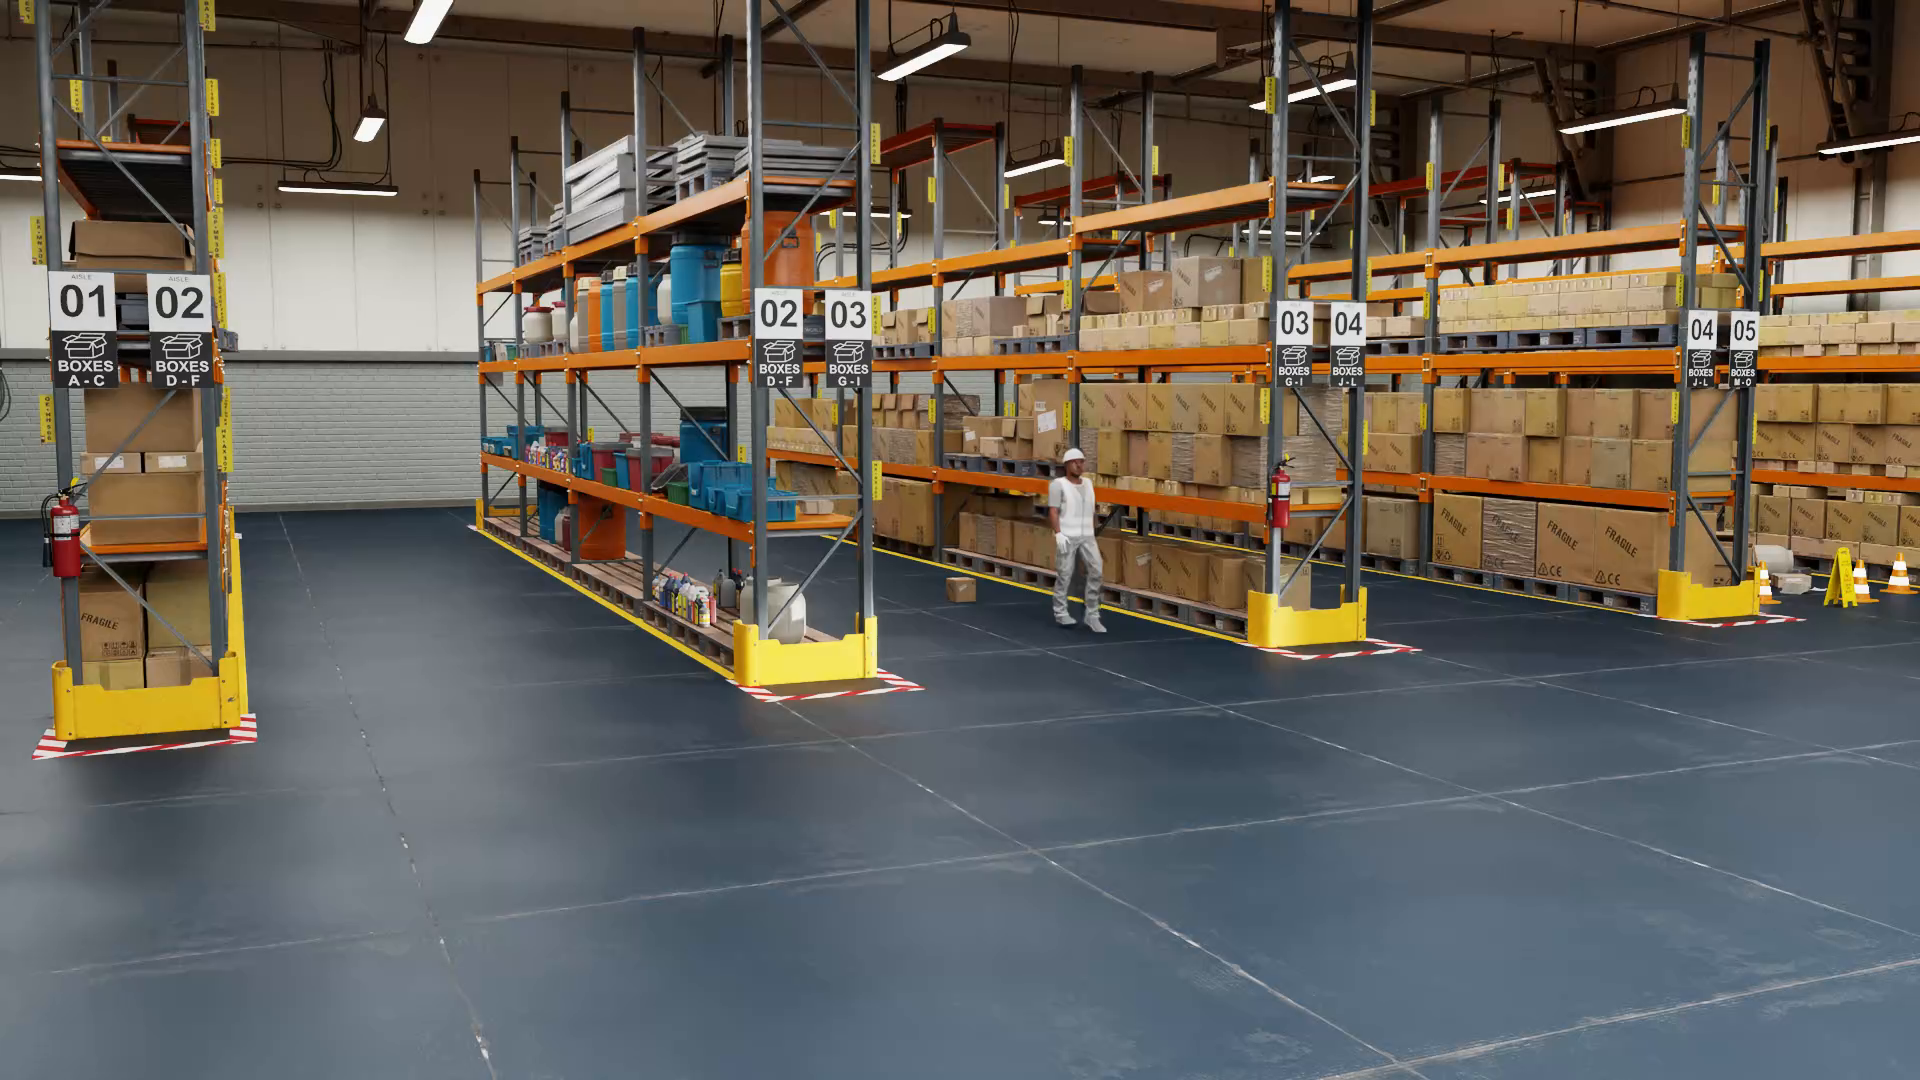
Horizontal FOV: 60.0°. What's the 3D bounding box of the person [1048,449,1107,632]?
[{"bbox_3d":[1.166,0.017,16.532,0.603,1.847,0.611,-3,6,-29],"label":"person"}]
